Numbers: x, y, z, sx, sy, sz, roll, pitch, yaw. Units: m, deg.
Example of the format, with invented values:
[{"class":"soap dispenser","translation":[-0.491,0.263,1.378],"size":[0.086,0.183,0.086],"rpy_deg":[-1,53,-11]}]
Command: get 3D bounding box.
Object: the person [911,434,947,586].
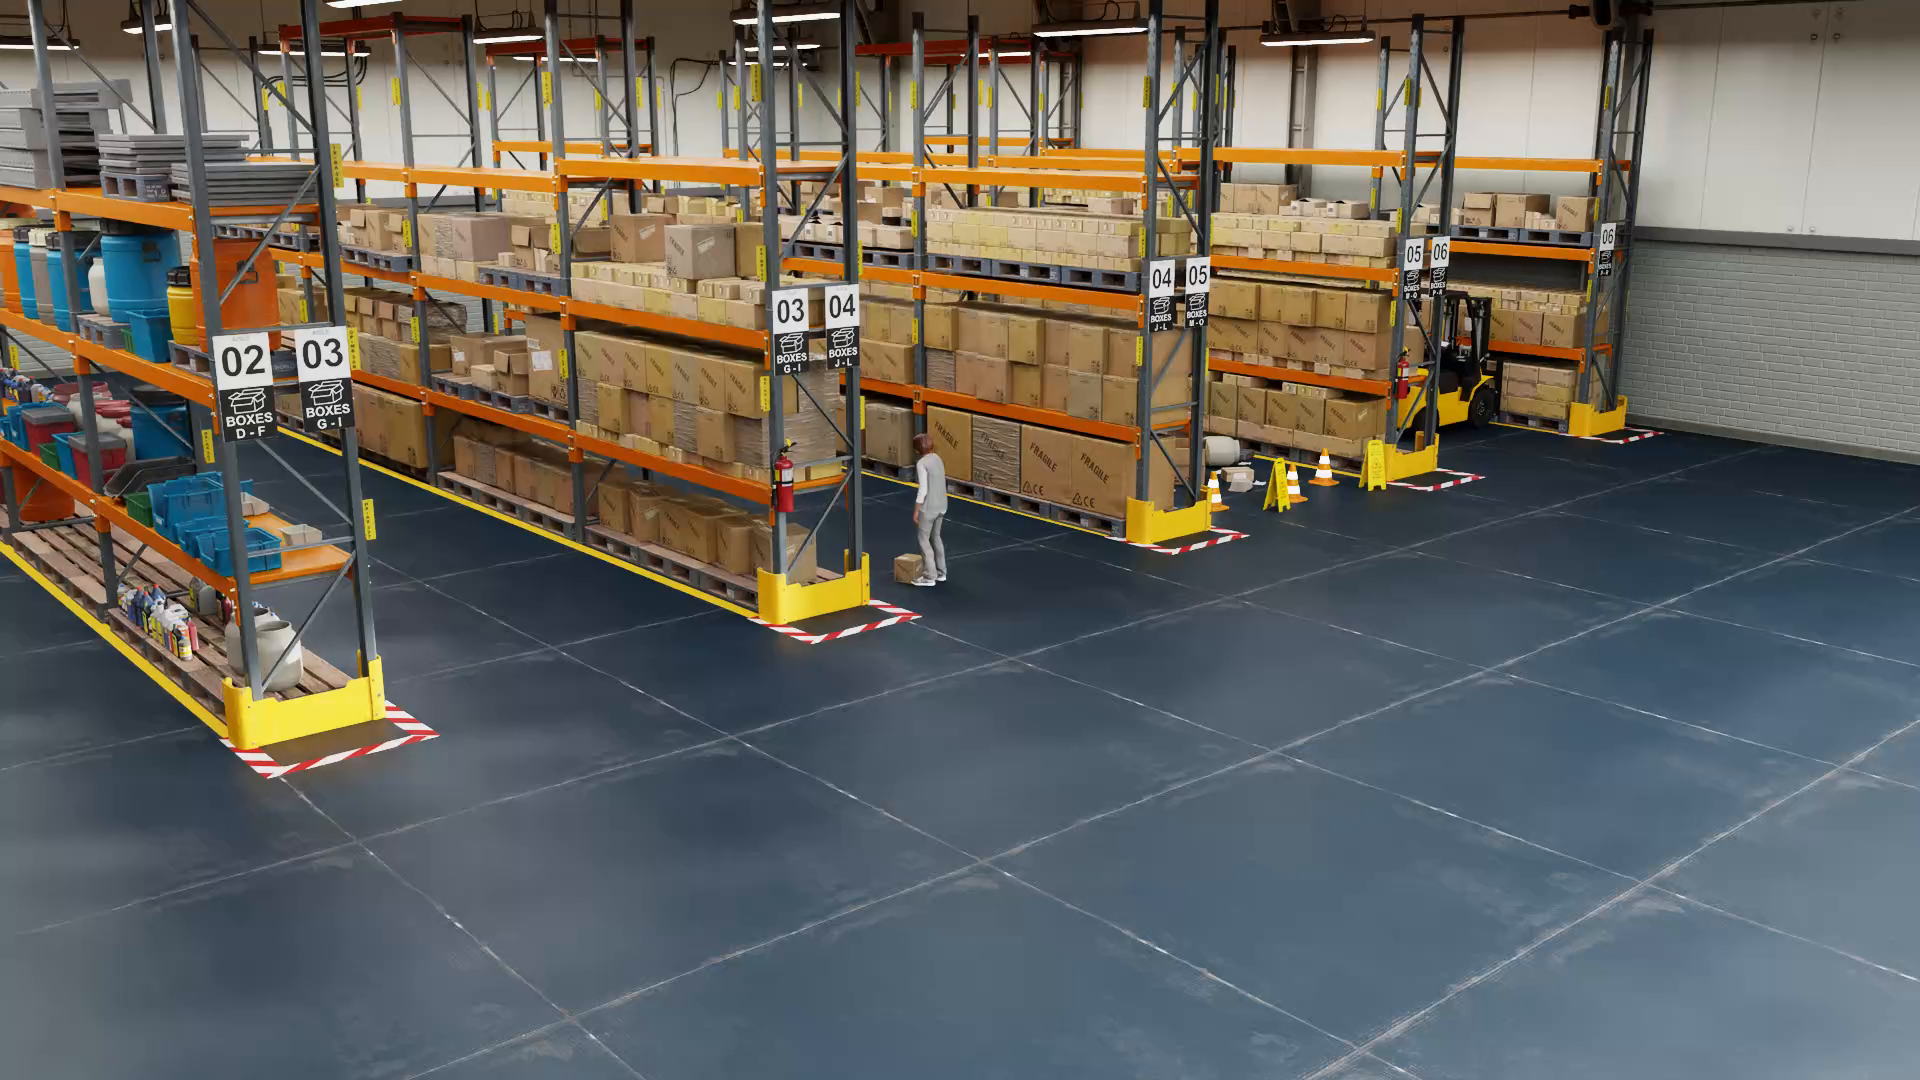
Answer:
[{"class":"person","translation":[-0.316,-0.317,17.268],"size":[0.345,1.593,0.481],"rpy_deg":[8,17,30]}]
